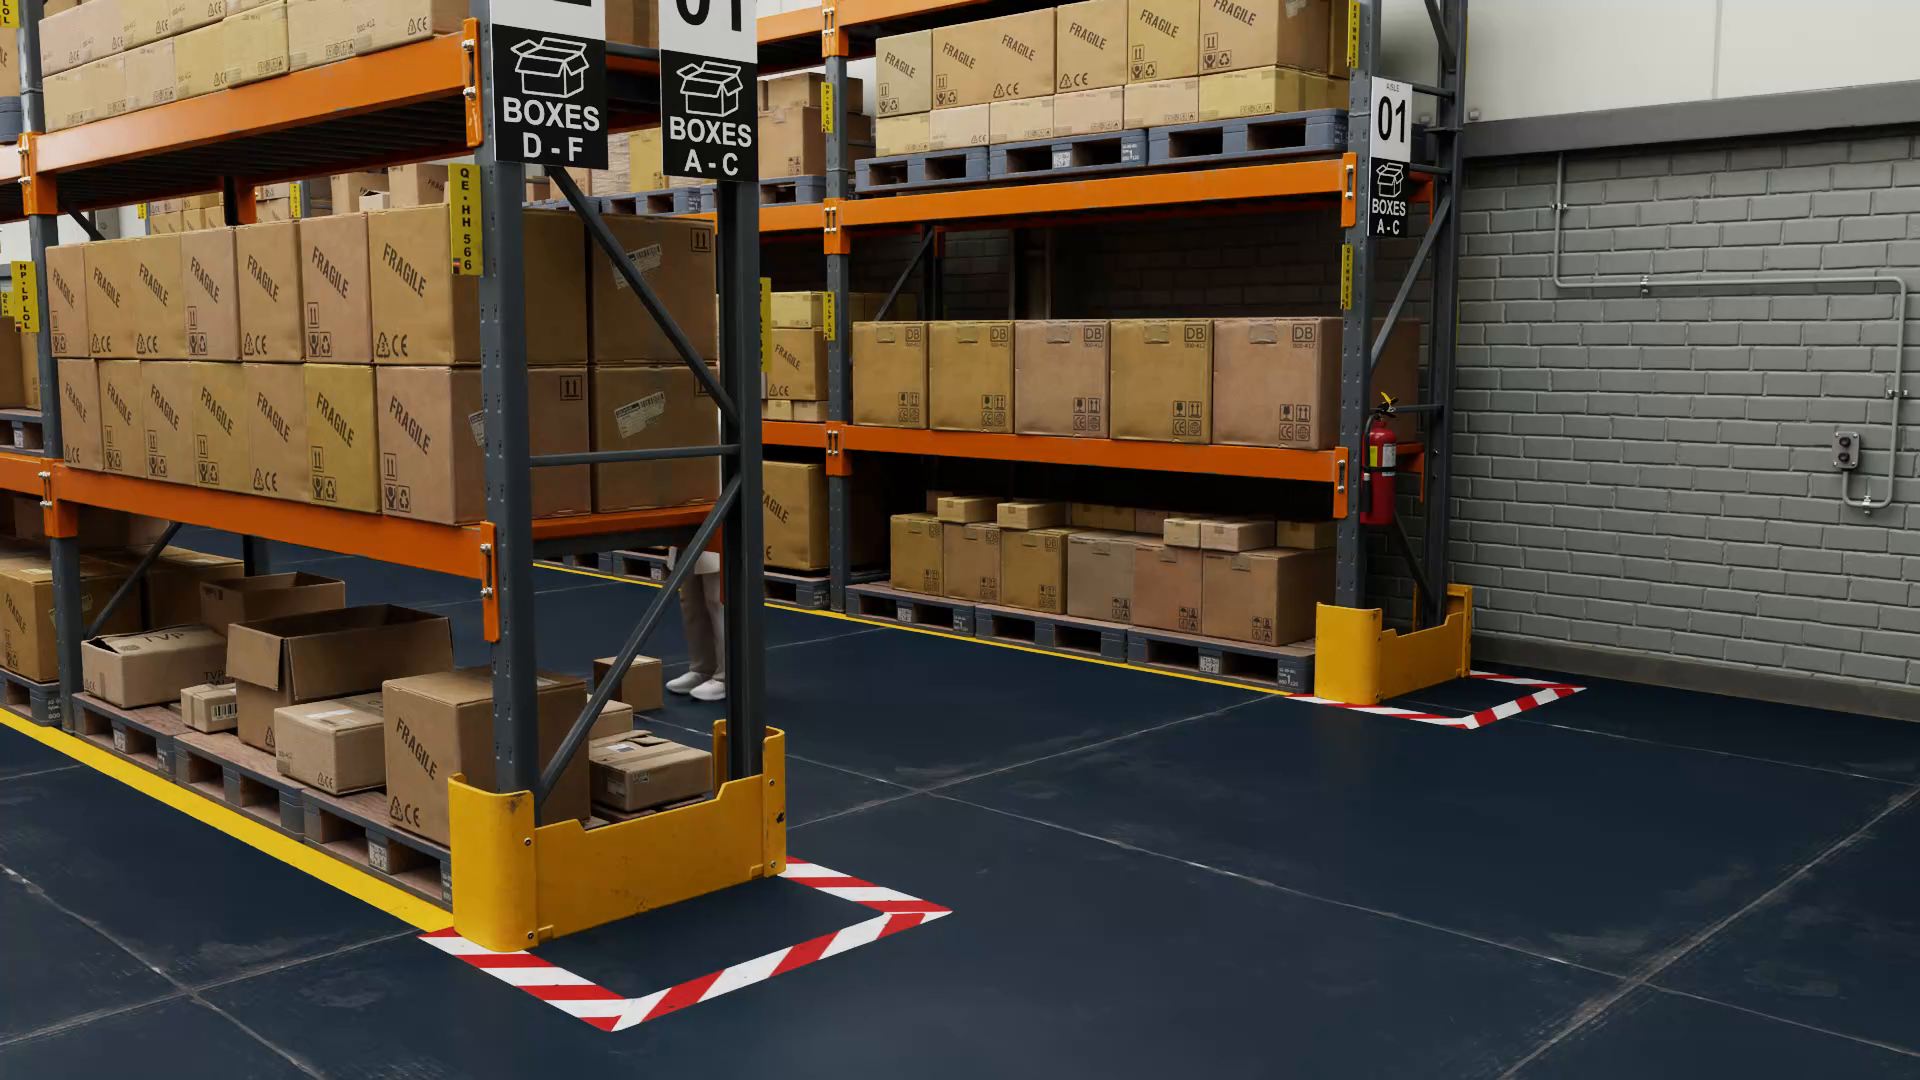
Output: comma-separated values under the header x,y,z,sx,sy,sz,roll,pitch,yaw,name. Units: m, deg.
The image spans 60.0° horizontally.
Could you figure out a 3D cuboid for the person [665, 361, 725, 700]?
x,y,z,sx,sy,sz,roll,pitch,yaw,name
-1.343,-0.060,8.809,0.571,1.778,0.386,7,10,44,person
